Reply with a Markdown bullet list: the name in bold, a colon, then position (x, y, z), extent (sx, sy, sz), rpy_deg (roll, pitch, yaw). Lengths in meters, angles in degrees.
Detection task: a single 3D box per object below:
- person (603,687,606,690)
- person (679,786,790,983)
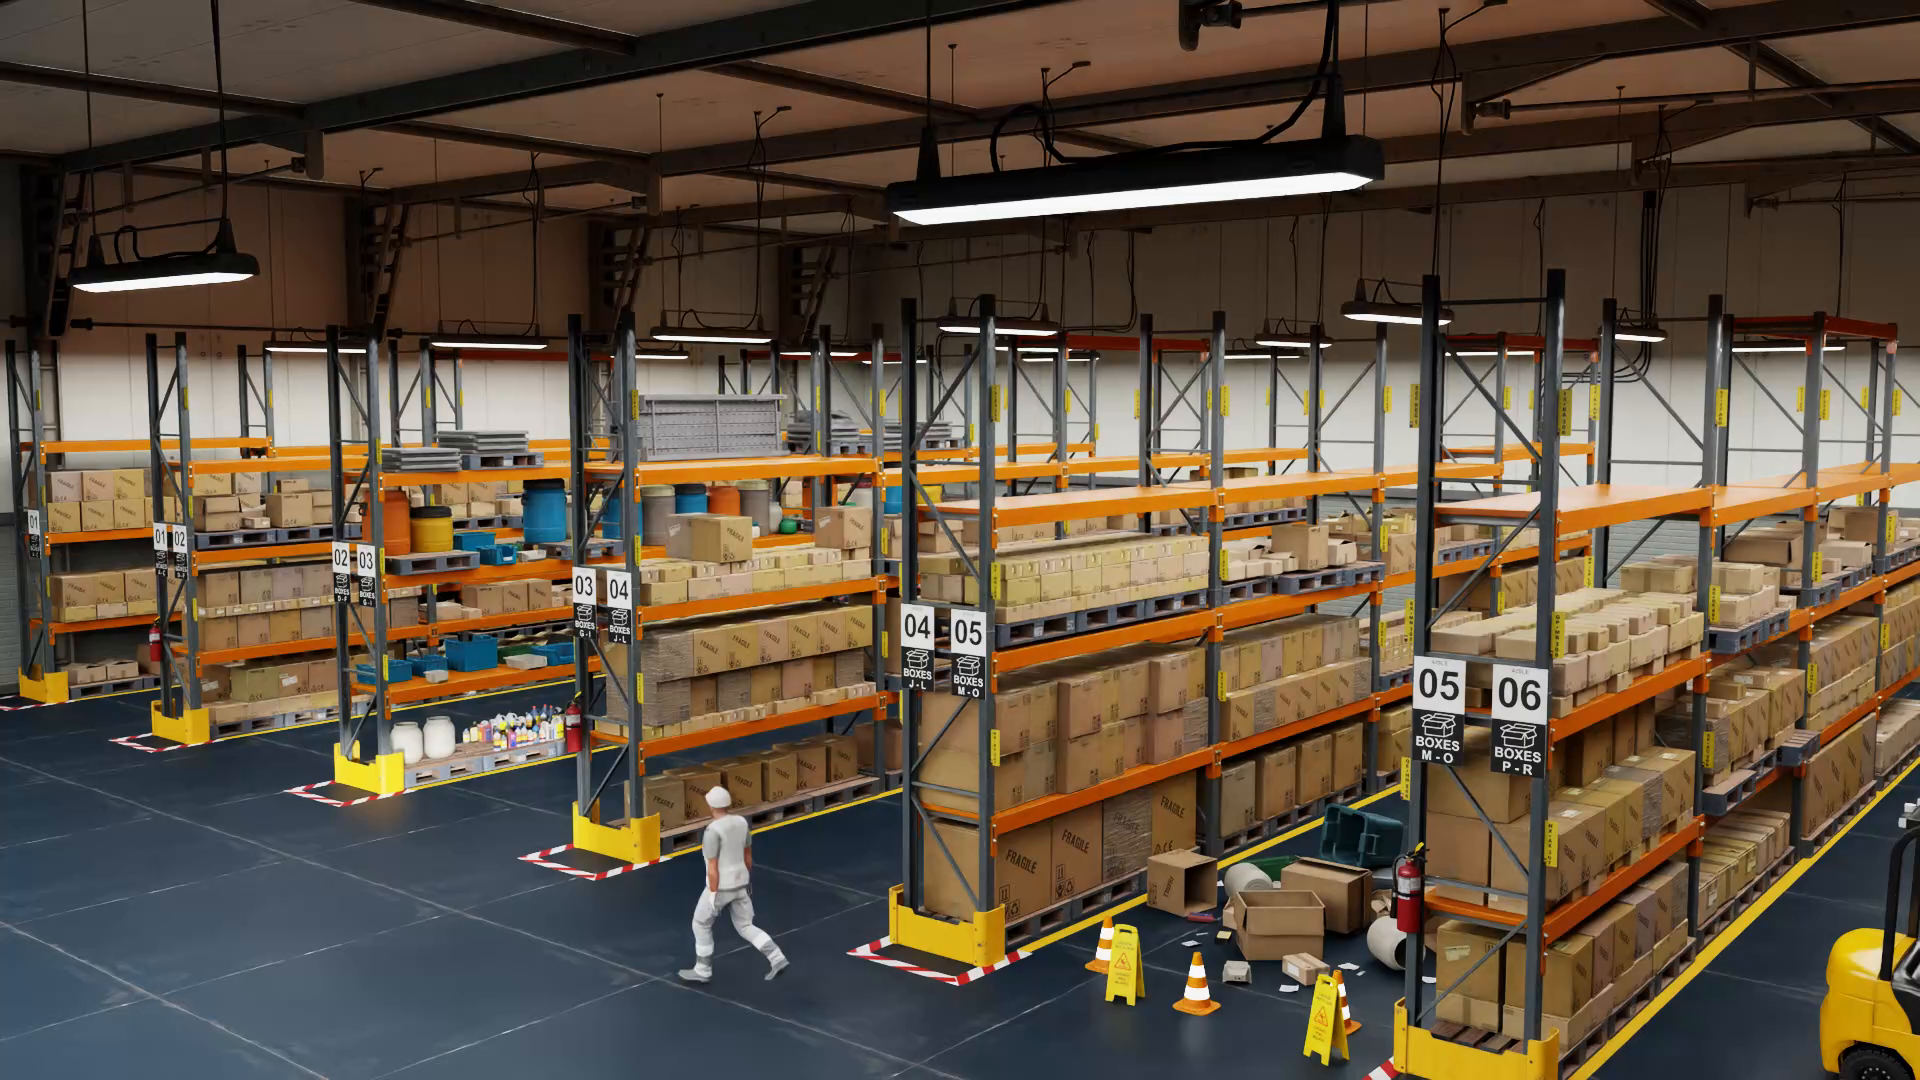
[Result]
- **person**: position (-5.703, 1.709, 28.621), extent (0.675, 1.695, 1.067), rpy_deg (3, 6, 30)
- **person**: position (-1.954, 2.995, 14.382), extent (1.012, 1.738, 0.552), rpy_deg (3, 6, 28)
